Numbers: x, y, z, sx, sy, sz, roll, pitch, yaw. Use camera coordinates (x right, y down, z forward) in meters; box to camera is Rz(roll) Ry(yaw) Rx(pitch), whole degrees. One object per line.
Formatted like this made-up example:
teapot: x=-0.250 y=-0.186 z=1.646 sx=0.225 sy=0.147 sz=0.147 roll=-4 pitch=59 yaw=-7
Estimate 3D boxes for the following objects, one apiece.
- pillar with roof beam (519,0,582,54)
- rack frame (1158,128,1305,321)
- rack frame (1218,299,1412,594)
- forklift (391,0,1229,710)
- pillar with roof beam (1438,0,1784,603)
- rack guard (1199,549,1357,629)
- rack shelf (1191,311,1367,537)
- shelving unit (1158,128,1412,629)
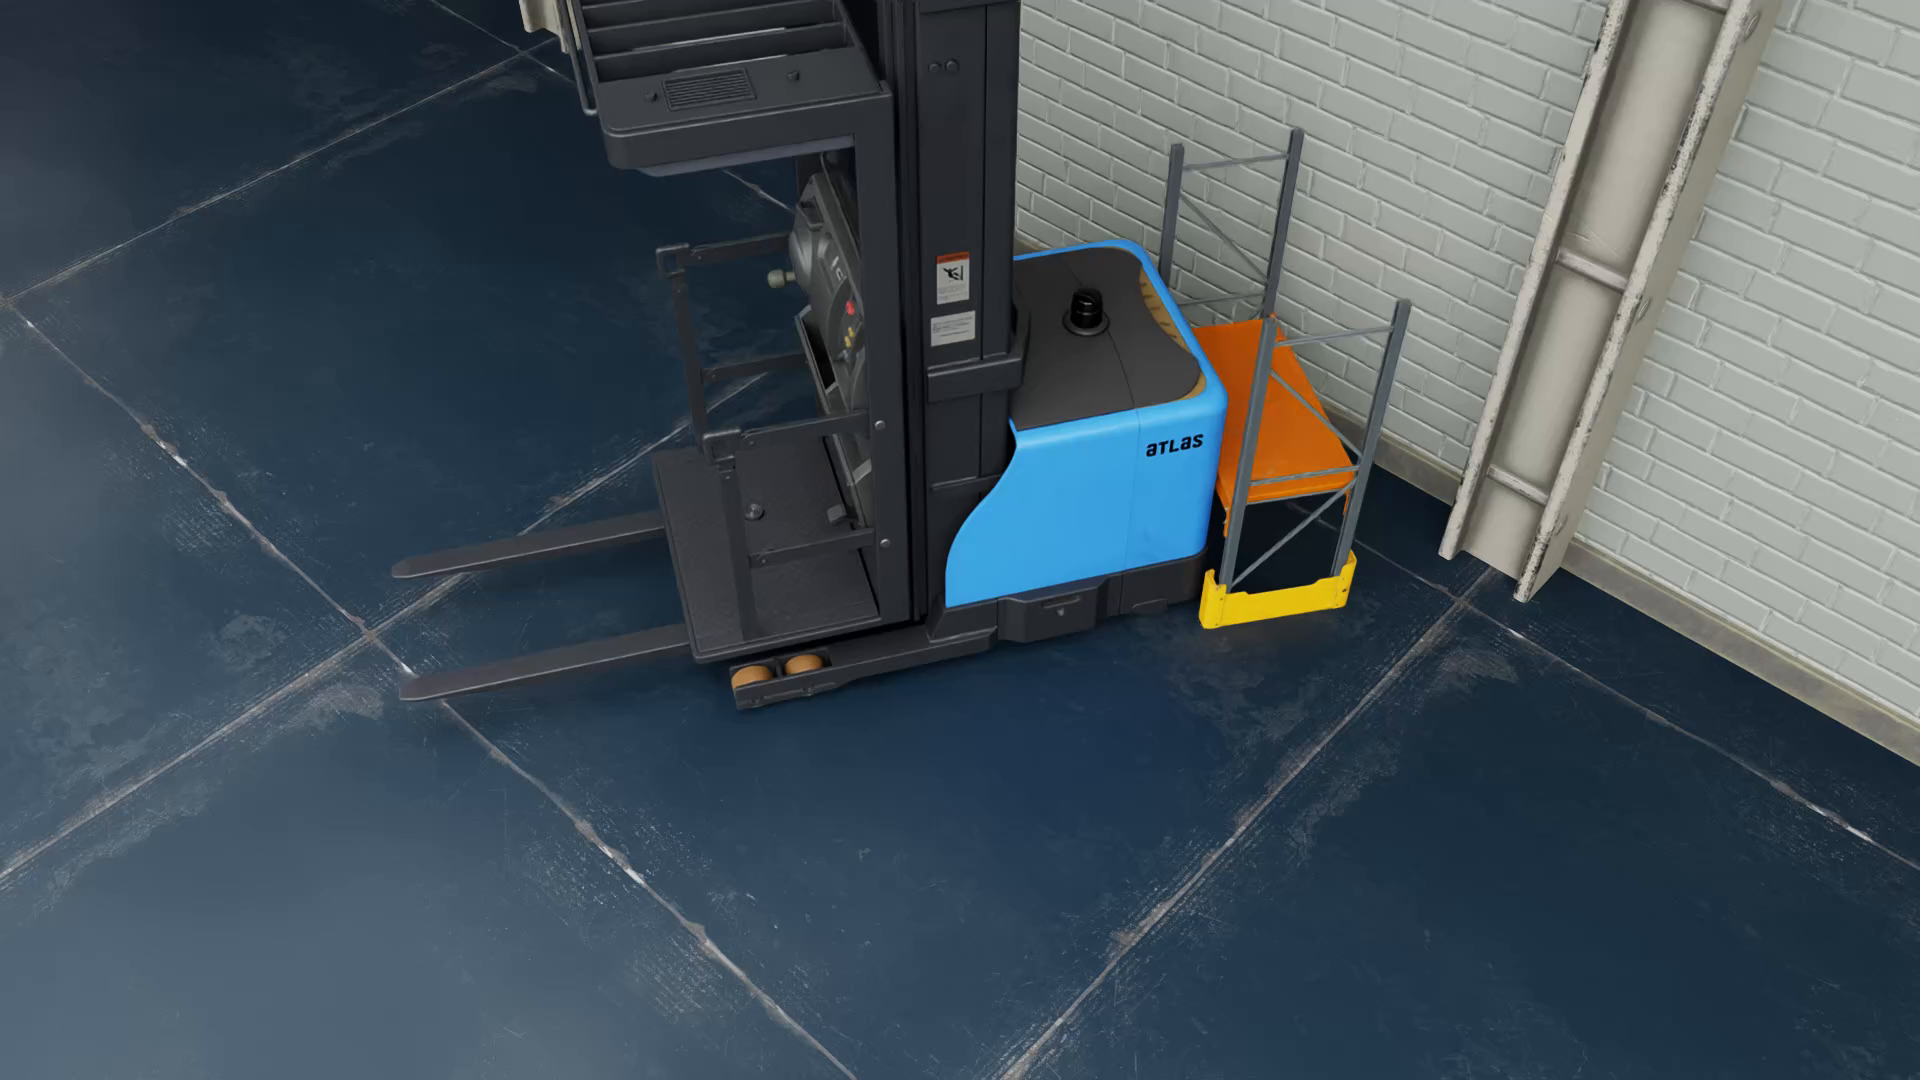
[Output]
pillar with roof beam: x=-5.156 y=-3.671 z=4.024 sx=0.400 sy=9.000 sz=9.100 roll=34 pitch=55 yaw=28
rack frame: x=1.016 y=-0.952 z=6.615 sx=0.500 sy=1.500 sz=0.032 roll=-9 pitch=47 yaw=-8
rack frame: x=1.224 y=-0.227 z=5.934 sx=0.500 sy=1.500 sz=0.032 roll=-9 pitch=47 yaw=-8
forklift: x=-0.624 y=-0.812 z=5.502 sx=3.031 sy=2.935 sz=1.130 roll=-11 pitch=48 yaw=-11
pillar with roof beam: x=-0.747 y=-0.704 z=1.238 sx=0.400 sy=9.000 sz=9.100 roll=34 pitch=55 yaw=28
rack guard: x=1.220 y=0.187 z=6.403 sx=0.587 sy=0.250 sz=0.087 roll=-9 pitch=47 yaw=-8
rack shelf: x=1.120 y=-0.466 z=6.406 sx=0.538 sy=0.185 sz=1.000 roll=-9 pitch=47 yaw=-8
shelving unit: x=1.118 y=-0.596 z=6.281 sx=0.587 sy=1.500 sz=1.083 roll=-9 pitch=47 yaw=-8
